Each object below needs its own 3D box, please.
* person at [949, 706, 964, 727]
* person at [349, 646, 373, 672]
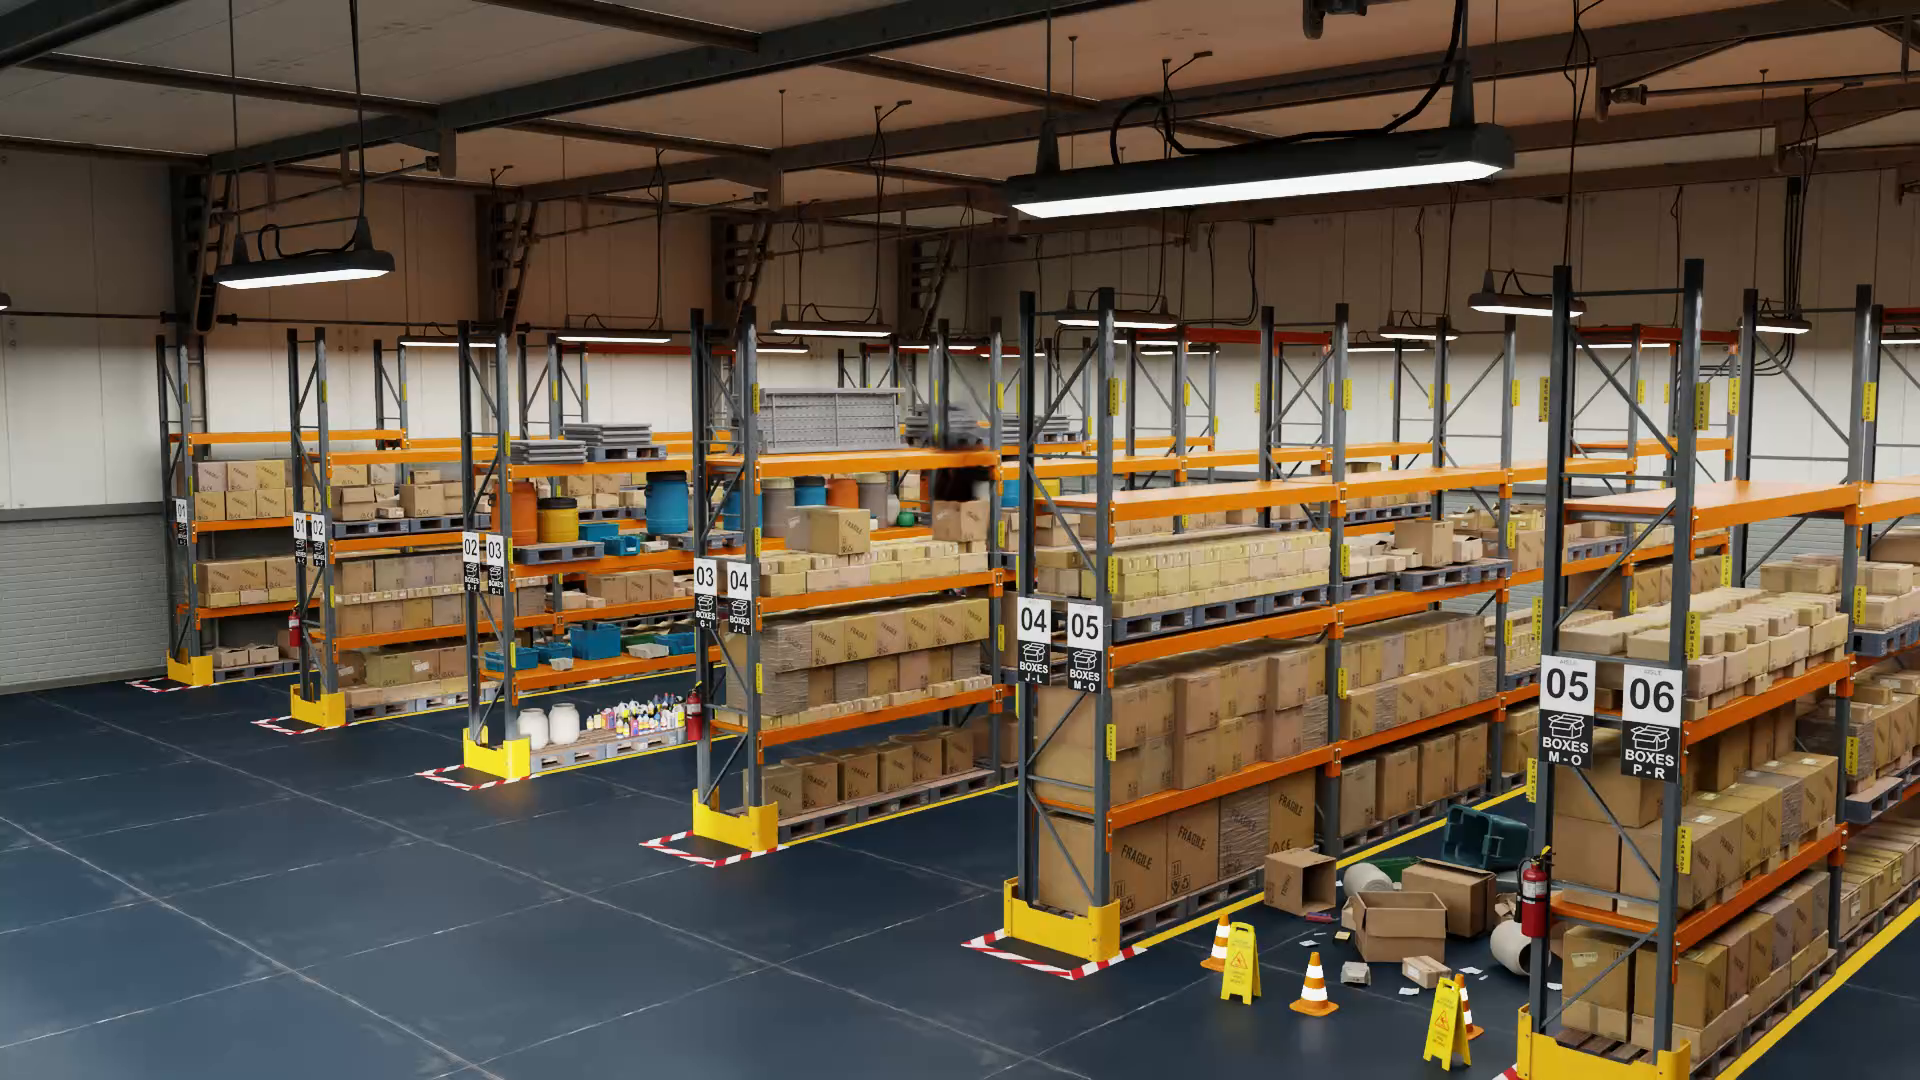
[{"bbox_3d":[-0.036,2.015,24.917,0.583,1.664,0.593,4,7,35],"label":"person"},{"bbox_3d":[-10.039,1.729,27.909,0.620,1.634,0.823,4,6,34],"label":"person"}]
